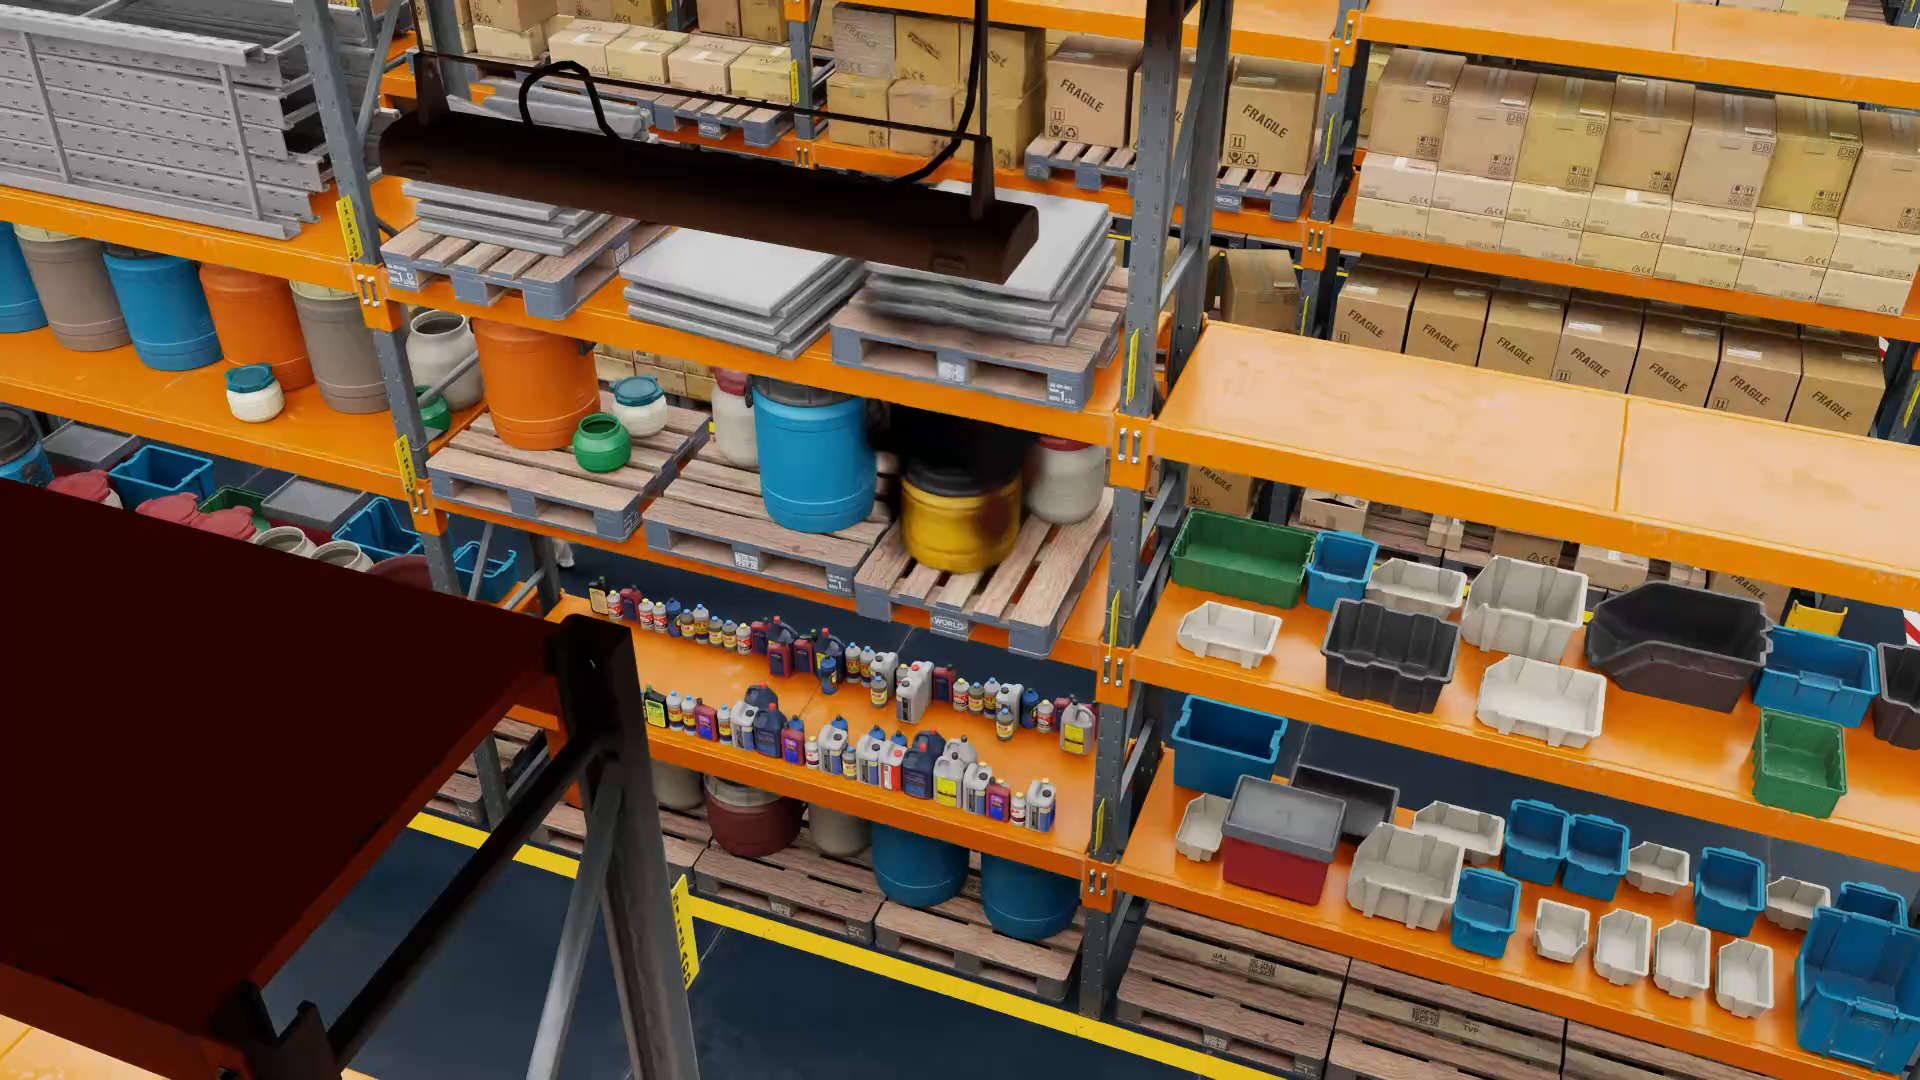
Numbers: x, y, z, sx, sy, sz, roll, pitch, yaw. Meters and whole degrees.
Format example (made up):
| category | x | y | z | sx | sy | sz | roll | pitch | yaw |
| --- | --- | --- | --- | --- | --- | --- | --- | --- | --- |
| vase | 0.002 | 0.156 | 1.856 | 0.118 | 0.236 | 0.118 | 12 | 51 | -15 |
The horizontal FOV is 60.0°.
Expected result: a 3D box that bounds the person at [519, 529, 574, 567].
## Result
| category | x | y | z | sx | sy | sz | roll | pitch | yaw |
| --- | --- | --- | --- | --- | --- | --- | --- | --- | --- |
| person | -3.280 | -0.503 | 12.693 | 0.541 | 1.626 | 0.539 | 12 | 38 | 16 |
